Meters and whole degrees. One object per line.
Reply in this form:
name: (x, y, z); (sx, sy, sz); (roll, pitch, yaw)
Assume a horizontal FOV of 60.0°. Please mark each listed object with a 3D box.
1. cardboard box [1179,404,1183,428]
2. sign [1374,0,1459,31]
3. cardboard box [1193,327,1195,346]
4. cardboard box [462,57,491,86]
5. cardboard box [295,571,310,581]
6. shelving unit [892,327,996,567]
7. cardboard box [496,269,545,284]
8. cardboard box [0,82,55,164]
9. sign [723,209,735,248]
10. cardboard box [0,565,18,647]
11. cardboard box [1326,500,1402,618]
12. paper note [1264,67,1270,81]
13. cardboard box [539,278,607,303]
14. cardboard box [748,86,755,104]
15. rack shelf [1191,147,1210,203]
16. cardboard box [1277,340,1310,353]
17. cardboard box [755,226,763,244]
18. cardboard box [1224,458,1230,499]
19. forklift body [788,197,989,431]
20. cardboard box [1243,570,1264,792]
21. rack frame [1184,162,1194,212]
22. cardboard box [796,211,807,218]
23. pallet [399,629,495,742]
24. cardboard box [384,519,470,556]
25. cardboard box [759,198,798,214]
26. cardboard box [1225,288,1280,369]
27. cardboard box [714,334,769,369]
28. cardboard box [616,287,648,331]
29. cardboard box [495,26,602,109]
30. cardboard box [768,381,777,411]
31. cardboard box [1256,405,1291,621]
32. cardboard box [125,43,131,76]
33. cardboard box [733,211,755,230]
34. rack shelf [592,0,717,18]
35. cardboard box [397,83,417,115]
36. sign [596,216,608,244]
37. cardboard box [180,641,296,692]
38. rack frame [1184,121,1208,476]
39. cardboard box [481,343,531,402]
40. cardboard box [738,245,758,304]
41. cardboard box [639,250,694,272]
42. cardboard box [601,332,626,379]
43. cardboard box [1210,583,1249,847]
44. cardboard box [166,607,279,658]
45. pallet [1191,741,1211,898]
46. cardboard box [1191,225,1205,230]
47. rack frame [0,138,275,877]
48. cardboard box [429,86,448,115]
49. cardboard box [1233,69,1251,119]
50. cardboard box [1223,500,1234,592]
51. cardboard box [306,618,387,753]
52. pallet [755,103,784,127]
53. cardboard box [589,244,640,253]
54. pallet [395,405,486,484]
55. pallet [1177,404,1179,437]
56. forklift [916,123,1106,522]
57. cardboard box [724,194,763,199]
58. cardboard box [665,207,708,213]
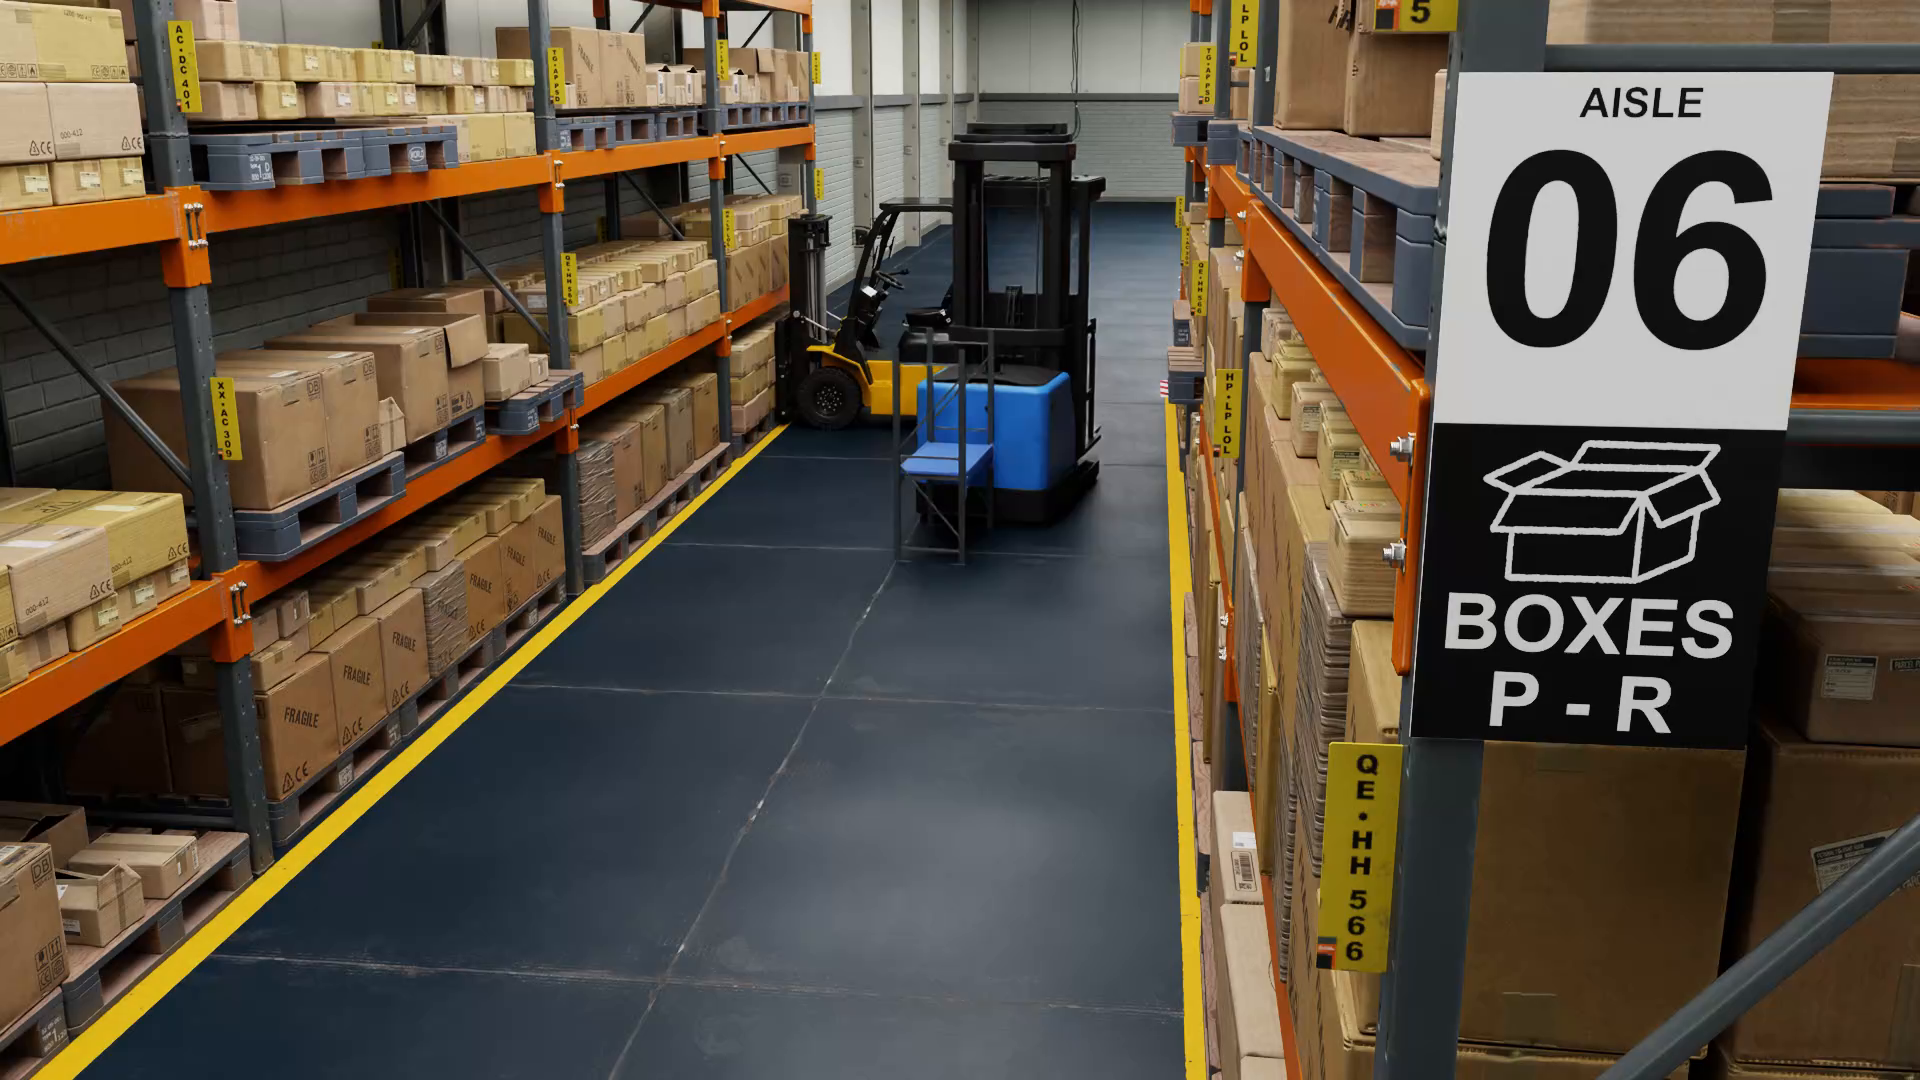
cardboard box: (2.269, -1.174, 15.220); (0.500, 0.250, 0.500); (1, 15, 5)
sign: (0.528, -0.743, 1.874); (0.100, 0.325, 0.005); (2, 15, 6)
cardboard box: (1.750, -1.338, 11.042); (0.380, 0.149, 0.250); (1, 15, 4)
cardboard box: (-2.823, -2.585, 9.183); (0.380, 0.149, 0.250); (1, 15, 4)
cardboard box: (-3.557, 0.181, 8.489); (0.380, 0.149, 0.250); (2, 15, 7)
shelving unit: (-0.103, -0.687, 11.831); (0.538, 1.500, 1.048); (3, 15, 12)
cardboard box: (-3.055, -1.826, 11.735); (0.380, 0.149, 0.250); (2, 15, 6)
cardboard box: (-3.269, -1.321, 5.271); (0.500, 0.250, 0.500); (1, 15, 4)
sign: (-1.973, -2.651, 14.155); (0.100, 0.325, 0.005); (2, 15, 6)
cardboard box: (-3.342, 0.258, 5.179); (0.500, 0.250, 0.500); (2, 15, 6)
cardboard box: (0.857, 0.034, 2.939); (0.380, 0.149, 0.250); (2, 15, 6)
paper note: (0.724, -1.101, 3.929); (0.006, 0.032, 0.123); (2, 15, 6)
cardboard box: (-2.603, -1.679, 11.190); (0.380, 0.149, 0.250); (2, 15, 8)
cardboard box: (-2.074, -4.029, 15.053); (0.380, 0.149, 0.250); (2, 15, 8)
rack shelf: (2.194, -2.581, 11.592); (1.077, 0.370, 4.000); (2, 15, 6)
cardboard box: (1.134, -0.497, 4.903); (0.380, 0.149, 0.250); (2, 15, 6)
cardboard box: (-2.054, -2.846, 15.506); (0.380, 0.149, 0.250); (2, 15, 6)
cardboard box: (1.374, -0.344, 7.019); (0.500, 0.250, 0.500); (2, 15, 8)
forklift body: (-0.463, -2.226, 16.275); (2.313, 2.155, 1.214); (2, 15, 6)
cardboard box: (1.080, 0.401, 4.742); (0.500, 0.500, 0.500); (2, 15, 7)
rack frame: (2.871, -3.036, 17.645); (1.000, 3.000, 0.127); (2, 15, 6)
cardboard box: (-1.822, -3.378, 17.473); (0.380, 0.149, 0.250); (2, 15, 7)
pallet: (-3.226, 0.747, 8.994); (1.003, 0.211, 1.213); (2, 15, 6)
cardboard box: (-2.944, -0.010, 9.193); (0.380, 0.149, 0.250); (1, 15, 5)
cardboard box: (-1.892, -3.454, 17.185); (0.380, 0.149, 0.250); (2, 15, 8)
cardboard box: (1.445, -0.844, 7.428); (0.500, 0.500, 0.500); (2, 15, 8)
cardboard box: (-2.079, -1.751, 15.438); (0.500, 0.250, 0.500); (2, 15, 6)
cardboard box: (-2.537, -1.649, 11.842); (0.500, 0.250, 0.500); (1, 15, 5)
cardboard box: (-2.640, -3.035, 10.704); (0.500, 0.500, 0.500); (2, 15, 7)
cardboard box: (-2.045, -1.401, 16.060); (0.500, 0.250, 0.500); (2, 15, 7)
cardboard box: (1.090, -0.075, 4.587); (0.500, 0.500, 0.500); (2, 15, 7)
cardboard box: (-3.498, -1.872, 6.507); (0.380, 0.149, 0.250); (1, 15, 5)
cardboard box: (-2.091, -2.924, 15.224); (0.380, 0.149, 0.250); (2, 15, 8)
rack shelf: (-2.739, -3.981, 11.790); (1.077, 0.370, 4.000); (2, 15, 6)
cardboard box: (-2.839, -2.112, 7.966); (0.380, 0.149, 0.250); (2, 15, 8)
sign: (-3.065, -2.616, 14.281); (0.100, 0.325, 0.005); (2, 15, 6)
cardboard box: (-3.111, 0.536, 7.174); (0.380, 0.149, 0.250); (2, 15, 9)
rack frame: (2.419, -1.999, 13.808); (1.000, 3.000, 0.127); (2, 15, 6)
cardboard box: (-2.762, -0.954, 9.426); (0.500, 0.250, 0.500); (1, 15, 4)
cardboard box: (-2.161, -2.435, 15.231); (0.500, 0.500, 0.500); (2, 15, 7)
cardboard box: (-2.320, -2.209, 13.150); (0.380, 0.149, 0.250); (1, 15, 5)
cardboard box: (-2.610, -1.273, 11.409); (0.500, 0.250, 0.500); (1, 15, 5)
cardboard box: (1.507, 0.736, 6.961); (0.875, 0.875, 0.875); (2, 15, 8)
cardboard box: (-3.171, 0.391, 7.142); (0.380, 0.149, 0.250); (1, 15, 5)
pallet: (1.529, 1.220, 7.247); (1.003, 0.211, 1.213); (2, 15, 6)
cardboard box: (2.026, -2.150, 12.802); (0.500, 0.500, 0.500); (2, 15, 6)
rack frame: (-3.416, -0.069, 6.672); (1.000, 3.000, 0.127); (2, 15, 6)
cardboard box: (-2.931, -2.313, 8.746); (0.380, 0.149, 0.250); (2, 15, 7)
cardboard box: (2.085, -2.703, 10.475); (0.700, 0.500, 0.500); (2, 15, 6)
cardboard box: (1.317, 0.025, 6.612); (0.500, 0.250, 0.500); (1, 15, 5)
cardboard box: (-3.087, 0.677, 7.895); (0.500, 0.500, 0.500); (1, 15, 6)
pallet: (-2.302, -4.087, 15.953); (1.003, 0.211, 1.213); (2, 15, 6)
cardboard box: (-2.848, -2.353, 13.682); (0.380, 0.149, 0.250); (1, 15, 4)
pallet: (-3.179, -0.510, 8.668); (1.003, 0.211, 1.213); (2, 15, 6)
pallet: (2.595, -1.145, 15.994); (1.003, 0.211, 1.213); (2, 15, 6)
forklift: (0.550, -1.891, 13.541); (1.130, 2.935, 3.031); (4, 16, 15)
cardboard box: (-2.312, -3.606, 17.746); (0.380, 0.149, 0.250); (1, 15, 5)
cardboard box: (-2.601, -3.072, 15.773); (0.380, 0.149, 0.250); (2, 15, 6)
